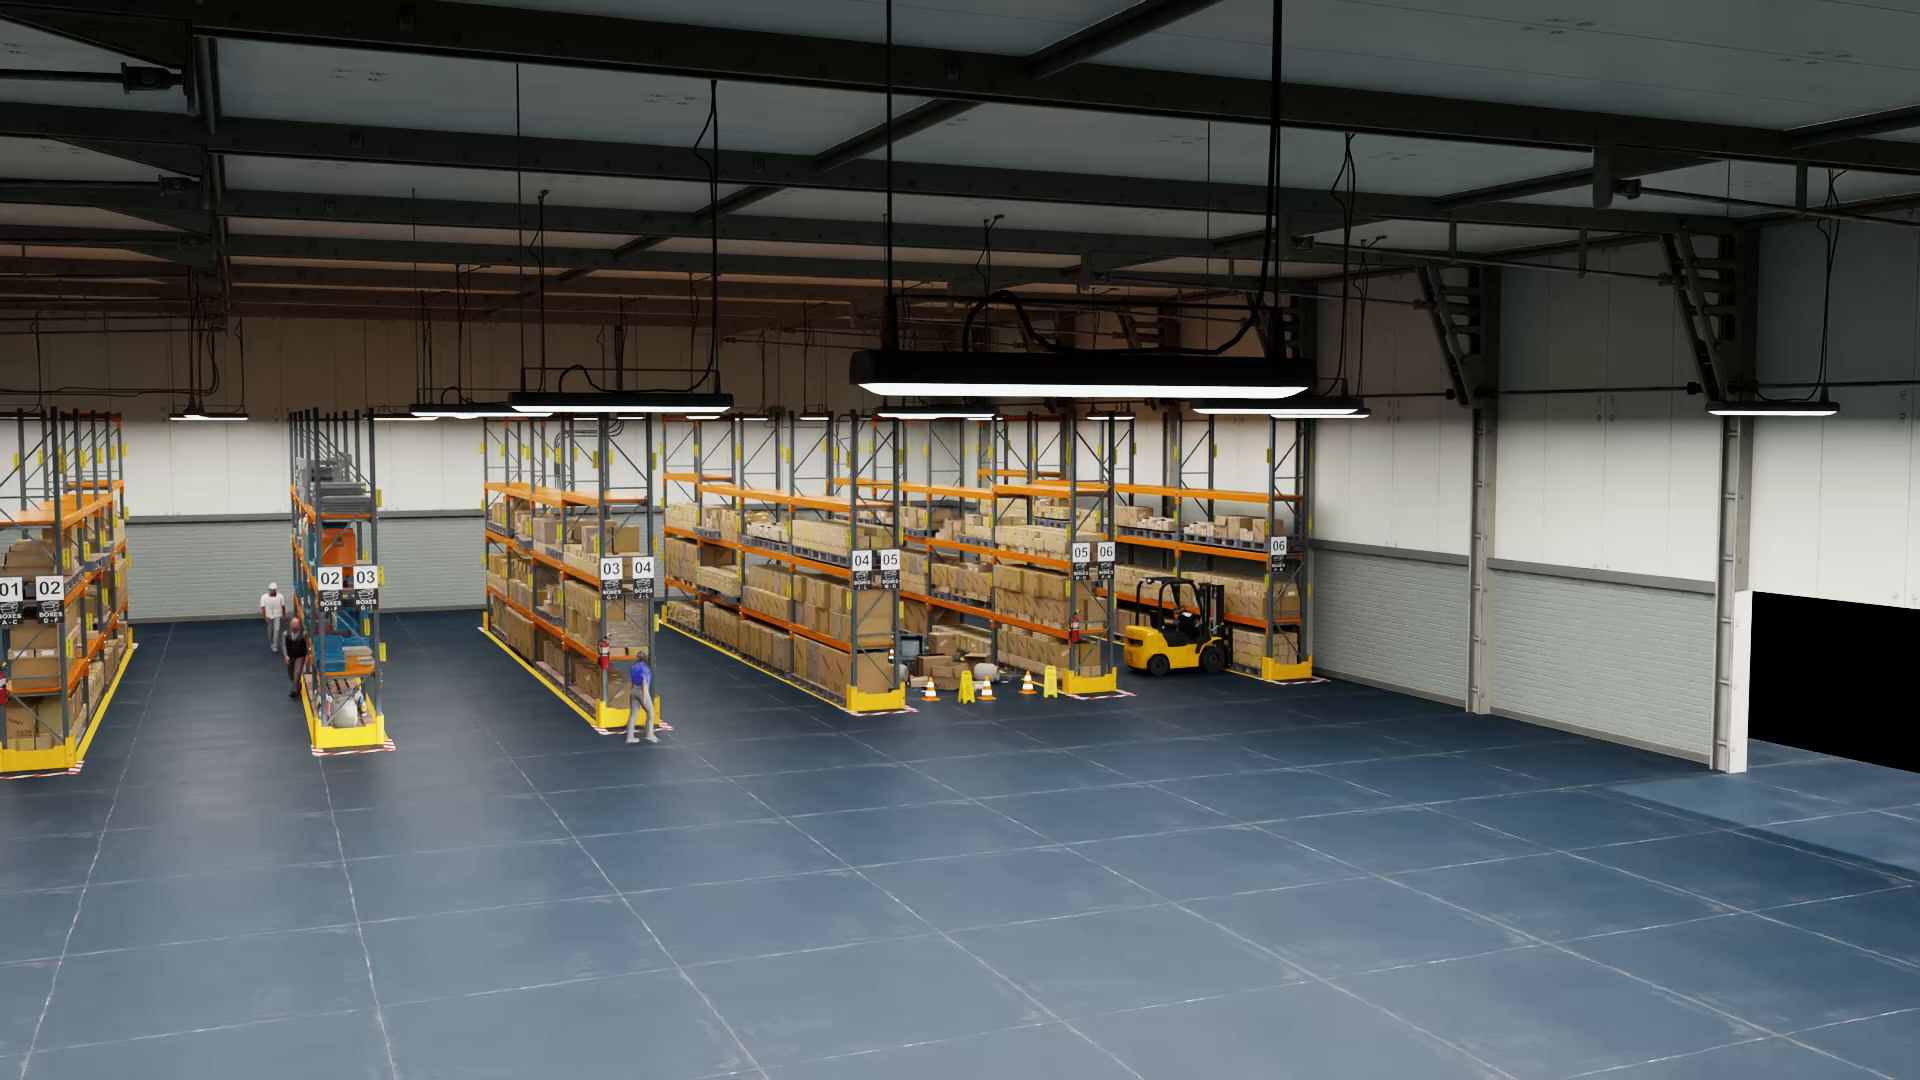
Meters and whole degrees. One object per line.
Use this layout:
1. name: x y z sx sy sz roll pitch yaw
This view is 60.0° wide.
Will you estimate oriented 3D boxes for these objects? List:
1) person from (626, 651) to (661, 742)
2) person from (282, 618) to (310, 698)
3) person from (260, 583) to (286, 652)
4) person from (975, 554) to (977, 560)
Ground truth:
1. person: -5.751 2.828 29.856 0.478 1.681 0.676 3 5 33
2. person: -13.931 2.453 34.843 0.523 1.646 1.098 -1 4 -7
3. person: -17.244 1.930 41.710 0.565 1.706 0.995 -1 4 -18
4. person: 0.634 1.206 53.144 0.819 1.564 0.414 -1 4 -20
